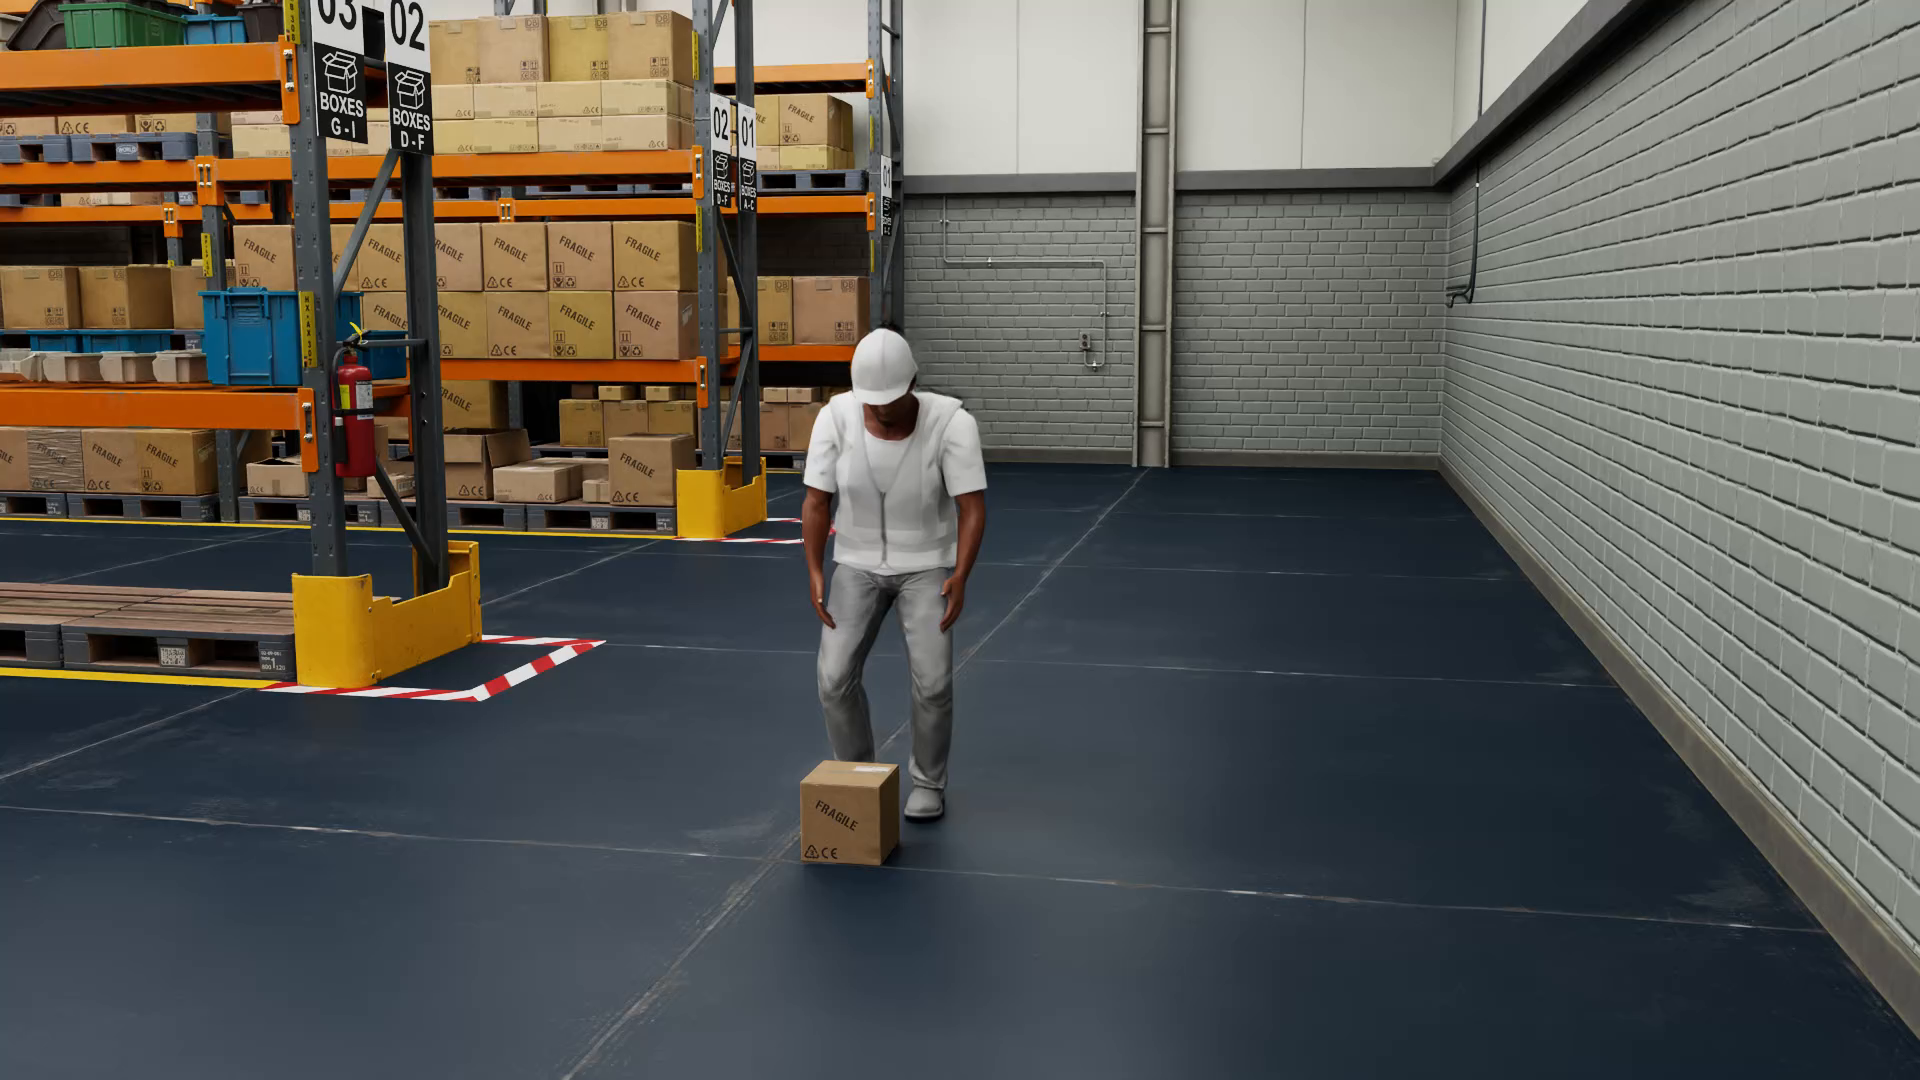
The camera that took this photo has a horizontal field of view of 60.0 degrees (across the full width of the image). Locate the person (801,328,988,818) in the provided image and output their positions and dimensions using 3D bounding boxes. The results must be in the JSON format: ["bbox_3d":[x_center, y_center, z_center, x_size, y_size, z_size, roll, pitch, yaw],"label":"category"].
[{"bbox_3d":[-0.211,0.113,5.480,0.616,1.614,0.599,2,8,12],"label":"person"}]
